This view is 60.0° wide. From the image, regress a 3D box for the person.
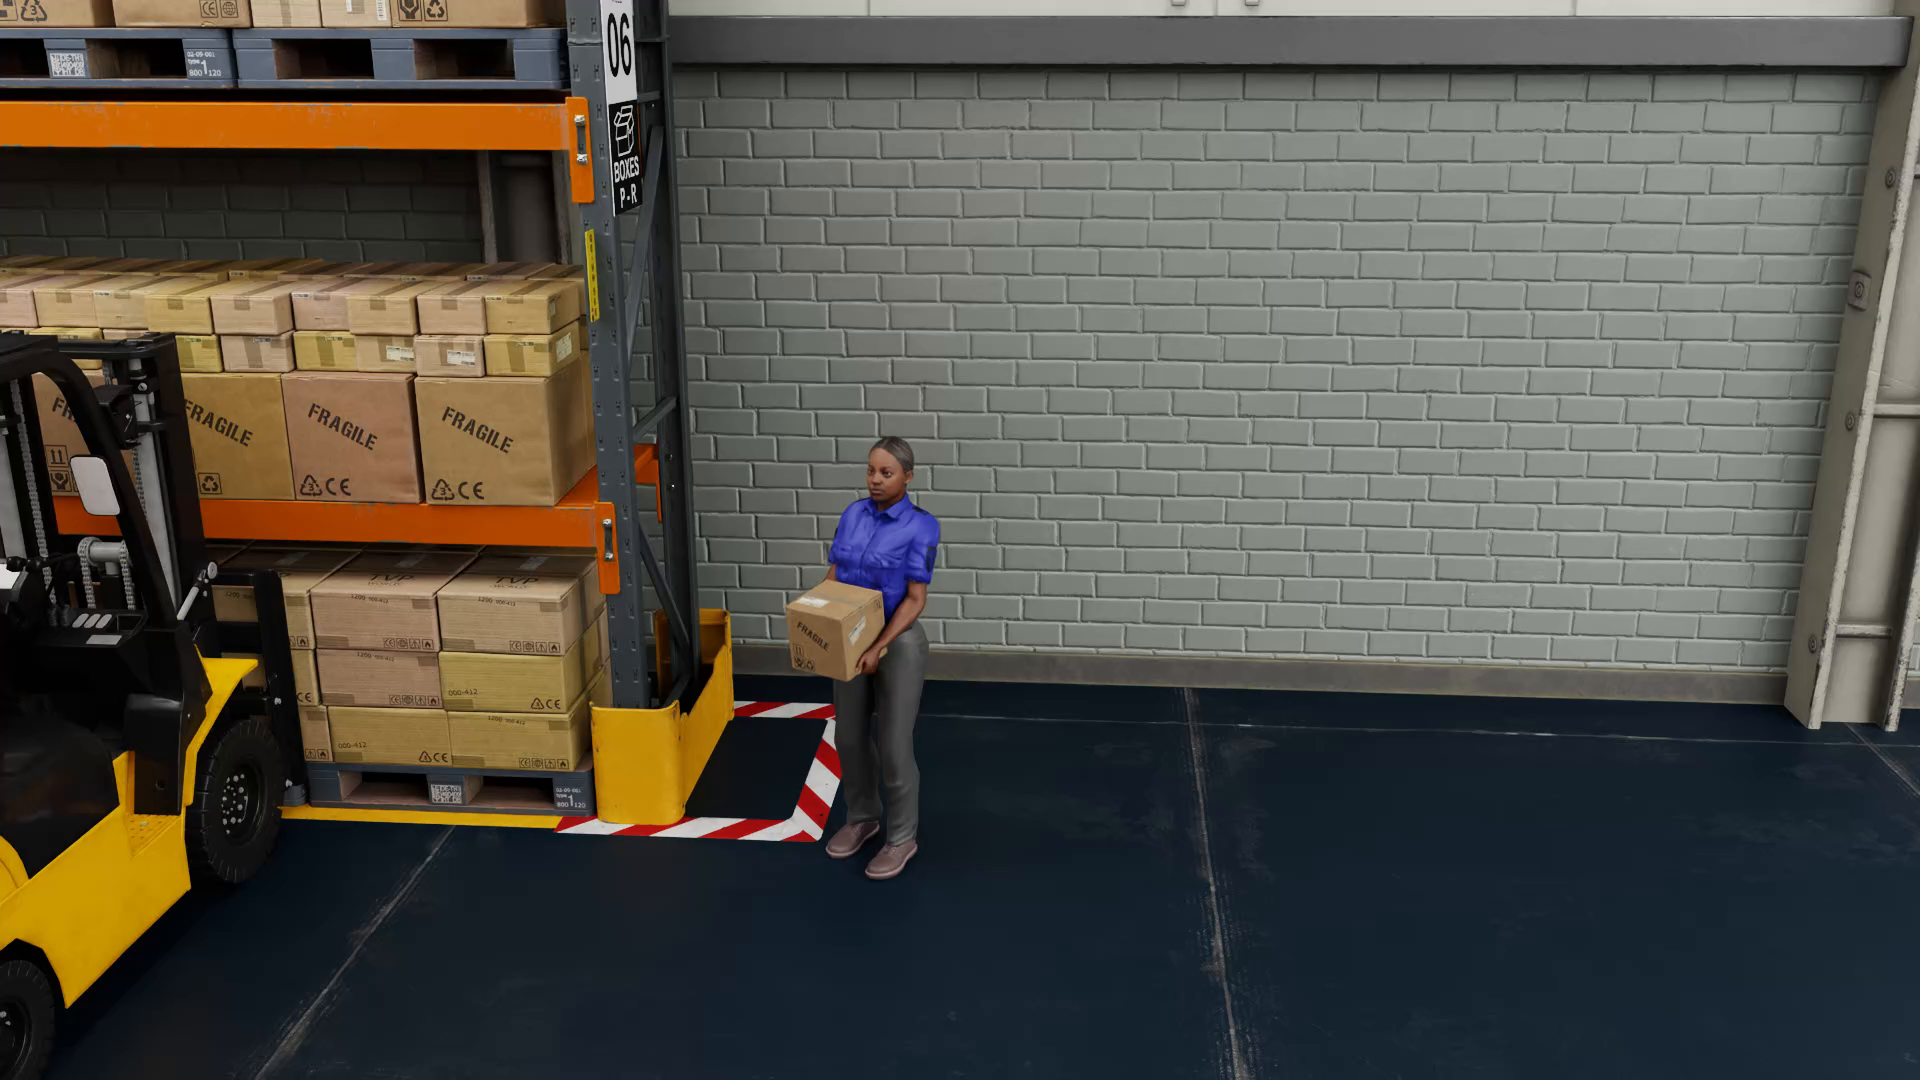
[{"bbox_3d":[-0.342,0.444,6.180,0.451,1.648,0.516,11,21,31],"label":"person"}]
